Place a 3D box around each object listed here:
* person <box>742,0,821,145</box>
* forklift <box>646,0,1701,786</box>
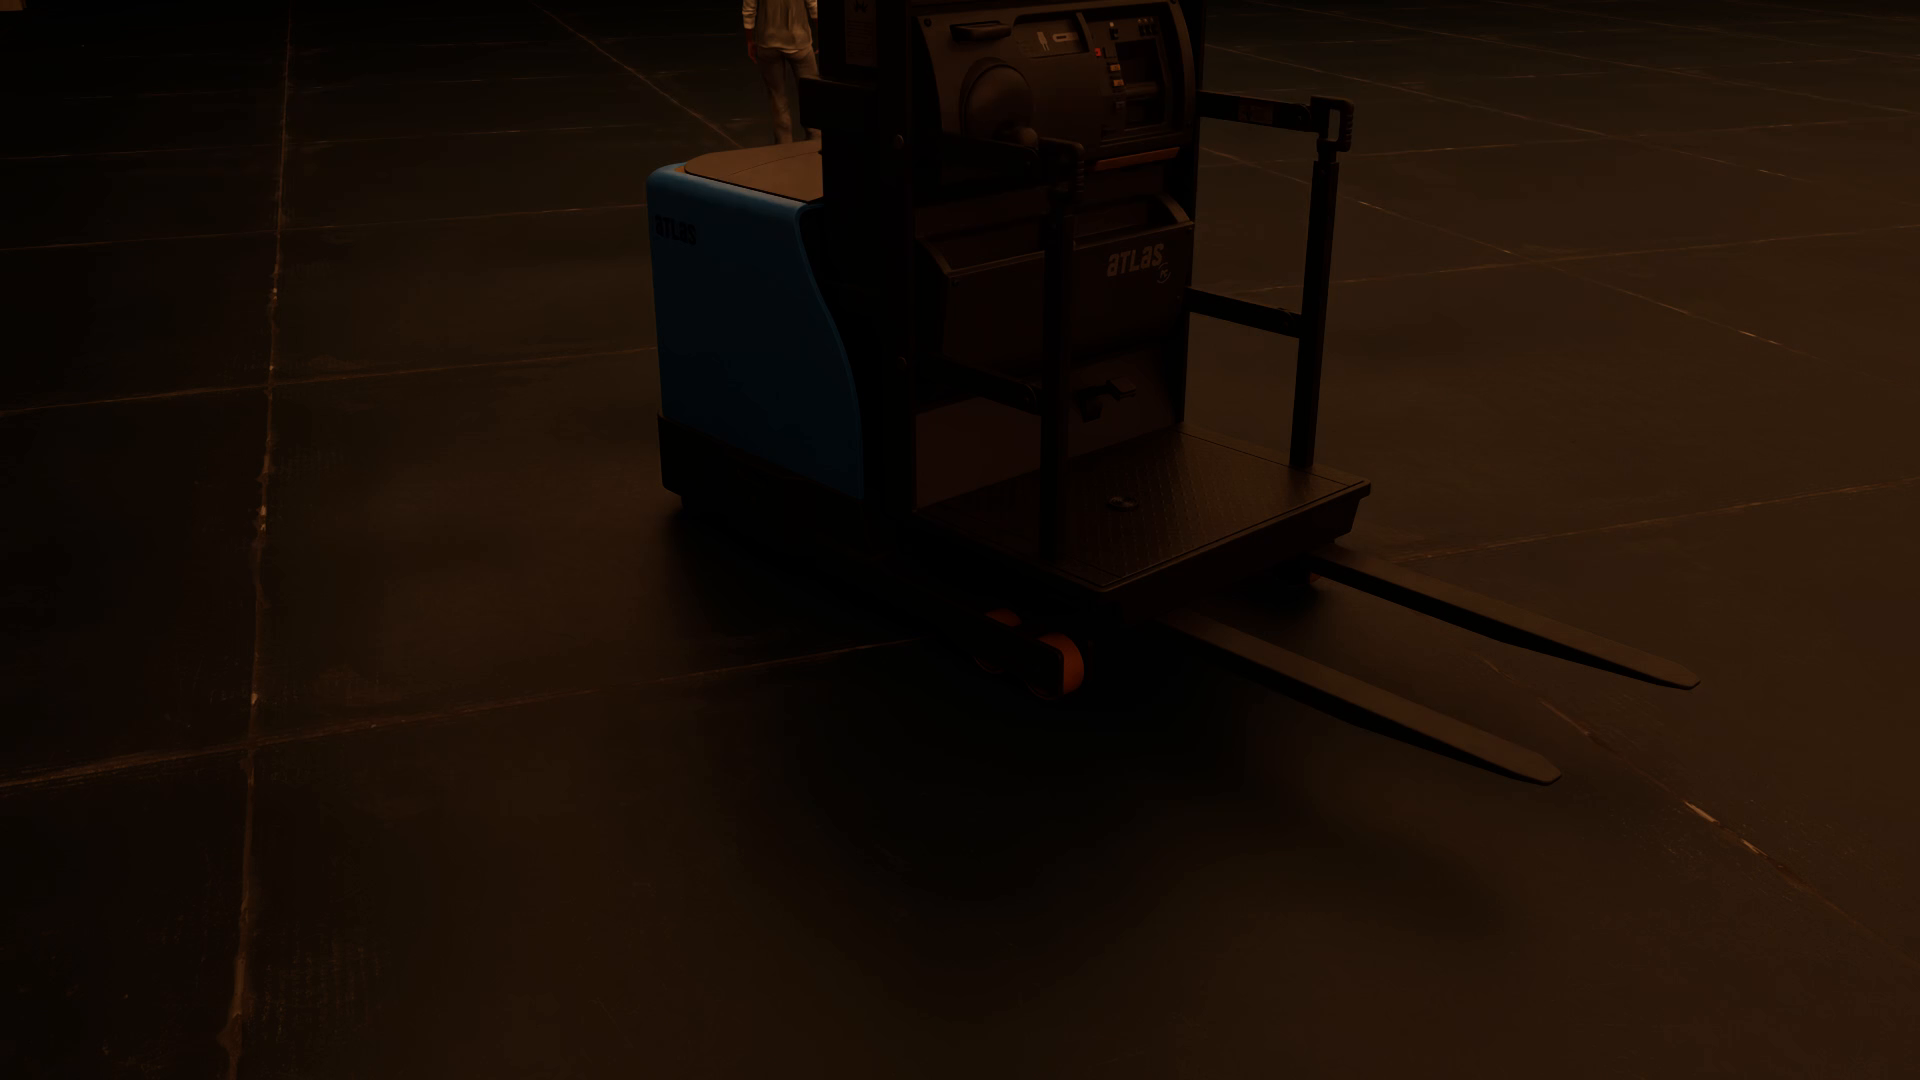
[{"bbox_3d":[-1.069,-3.066,10.299,0.513,1.601,0.466,1,23,2],"label":"person"},{"bbox_3d":[0.409,-1.176,4.096,1.130,2.935,3.031,-19,30,-38],"label":"forklift"}]
